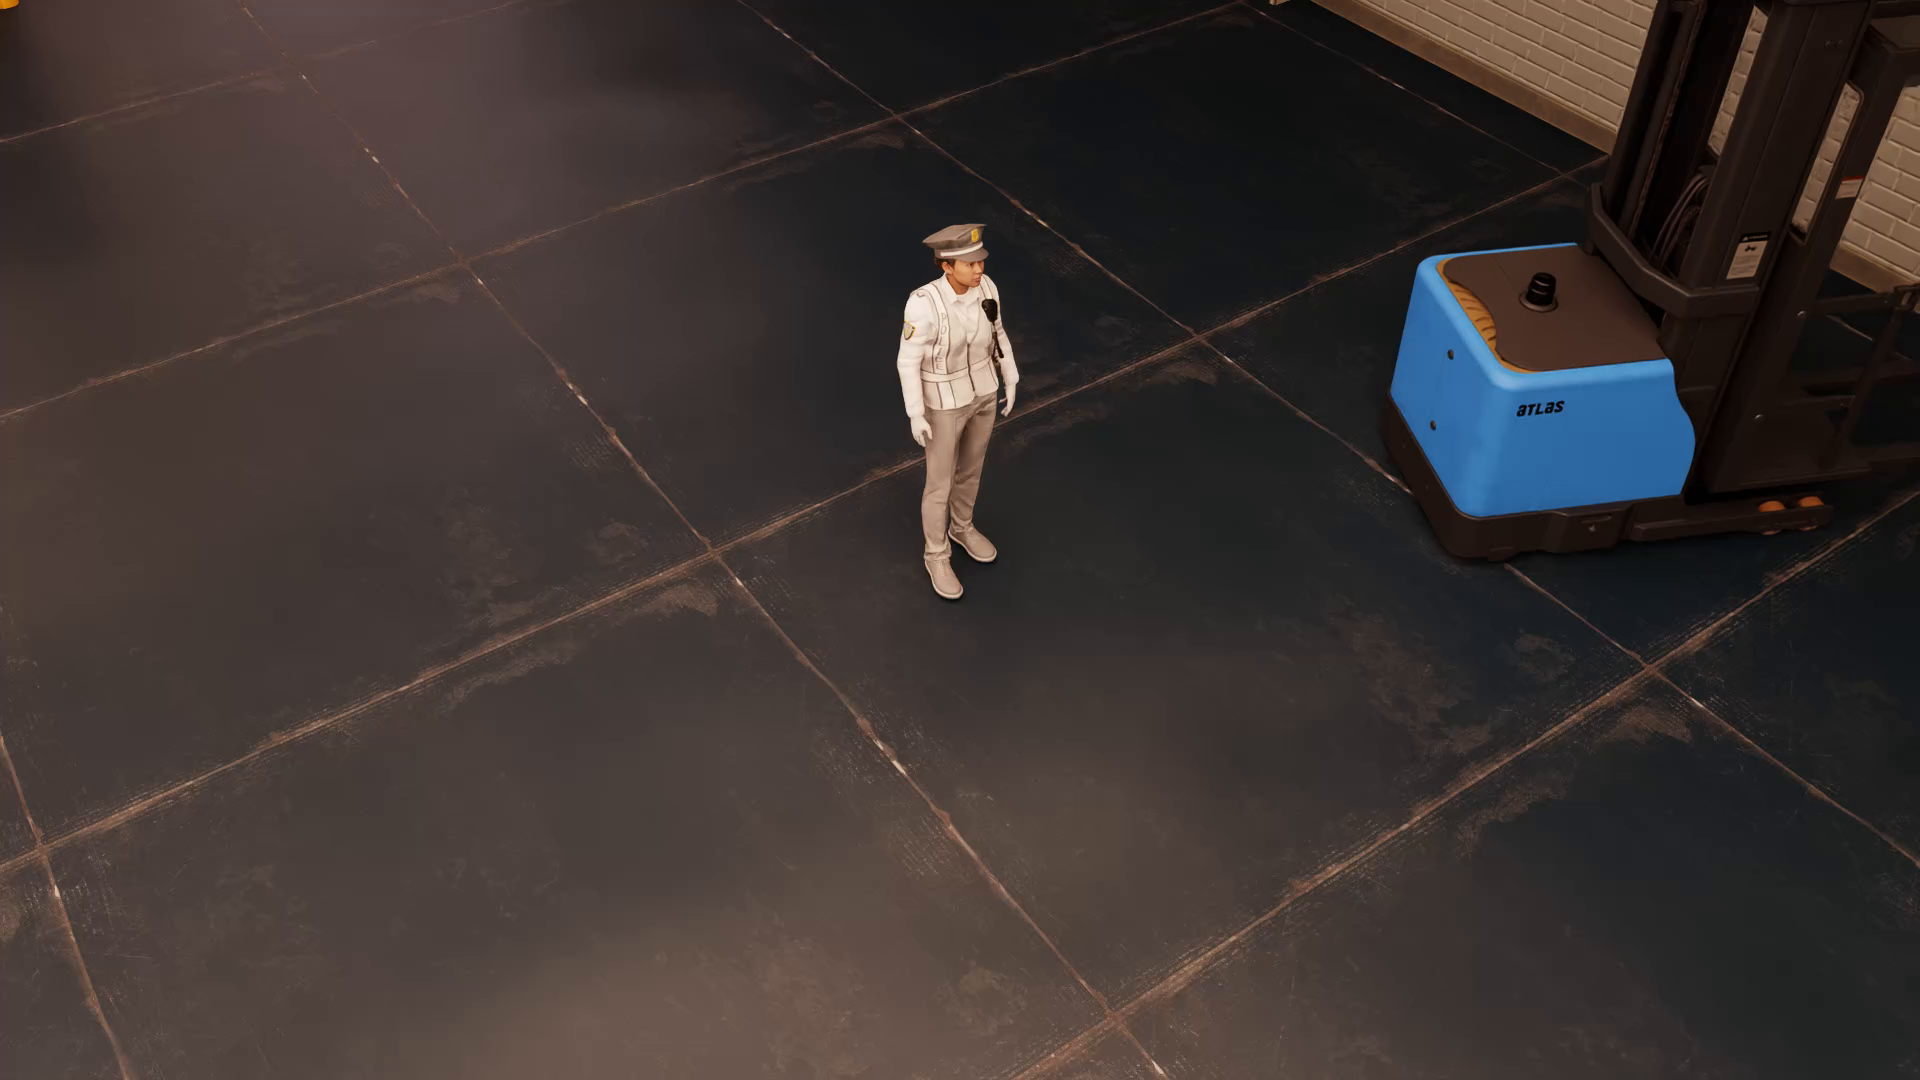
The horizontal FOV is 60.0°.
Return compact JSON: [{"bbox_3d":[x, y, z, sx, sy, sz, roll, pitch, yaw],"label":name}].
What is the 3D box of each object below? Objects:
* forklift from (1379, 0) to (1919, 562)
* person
[{"bbox_3d":[3.673,-1.451,7.290,3.031,2.935,1.130,-6,43,-7],"label":"forklift"},{"bbox_3d":[0.034,-0.588,7.255,0.588,1.695,0.531,-25,48,-25],"label":"person"}]
